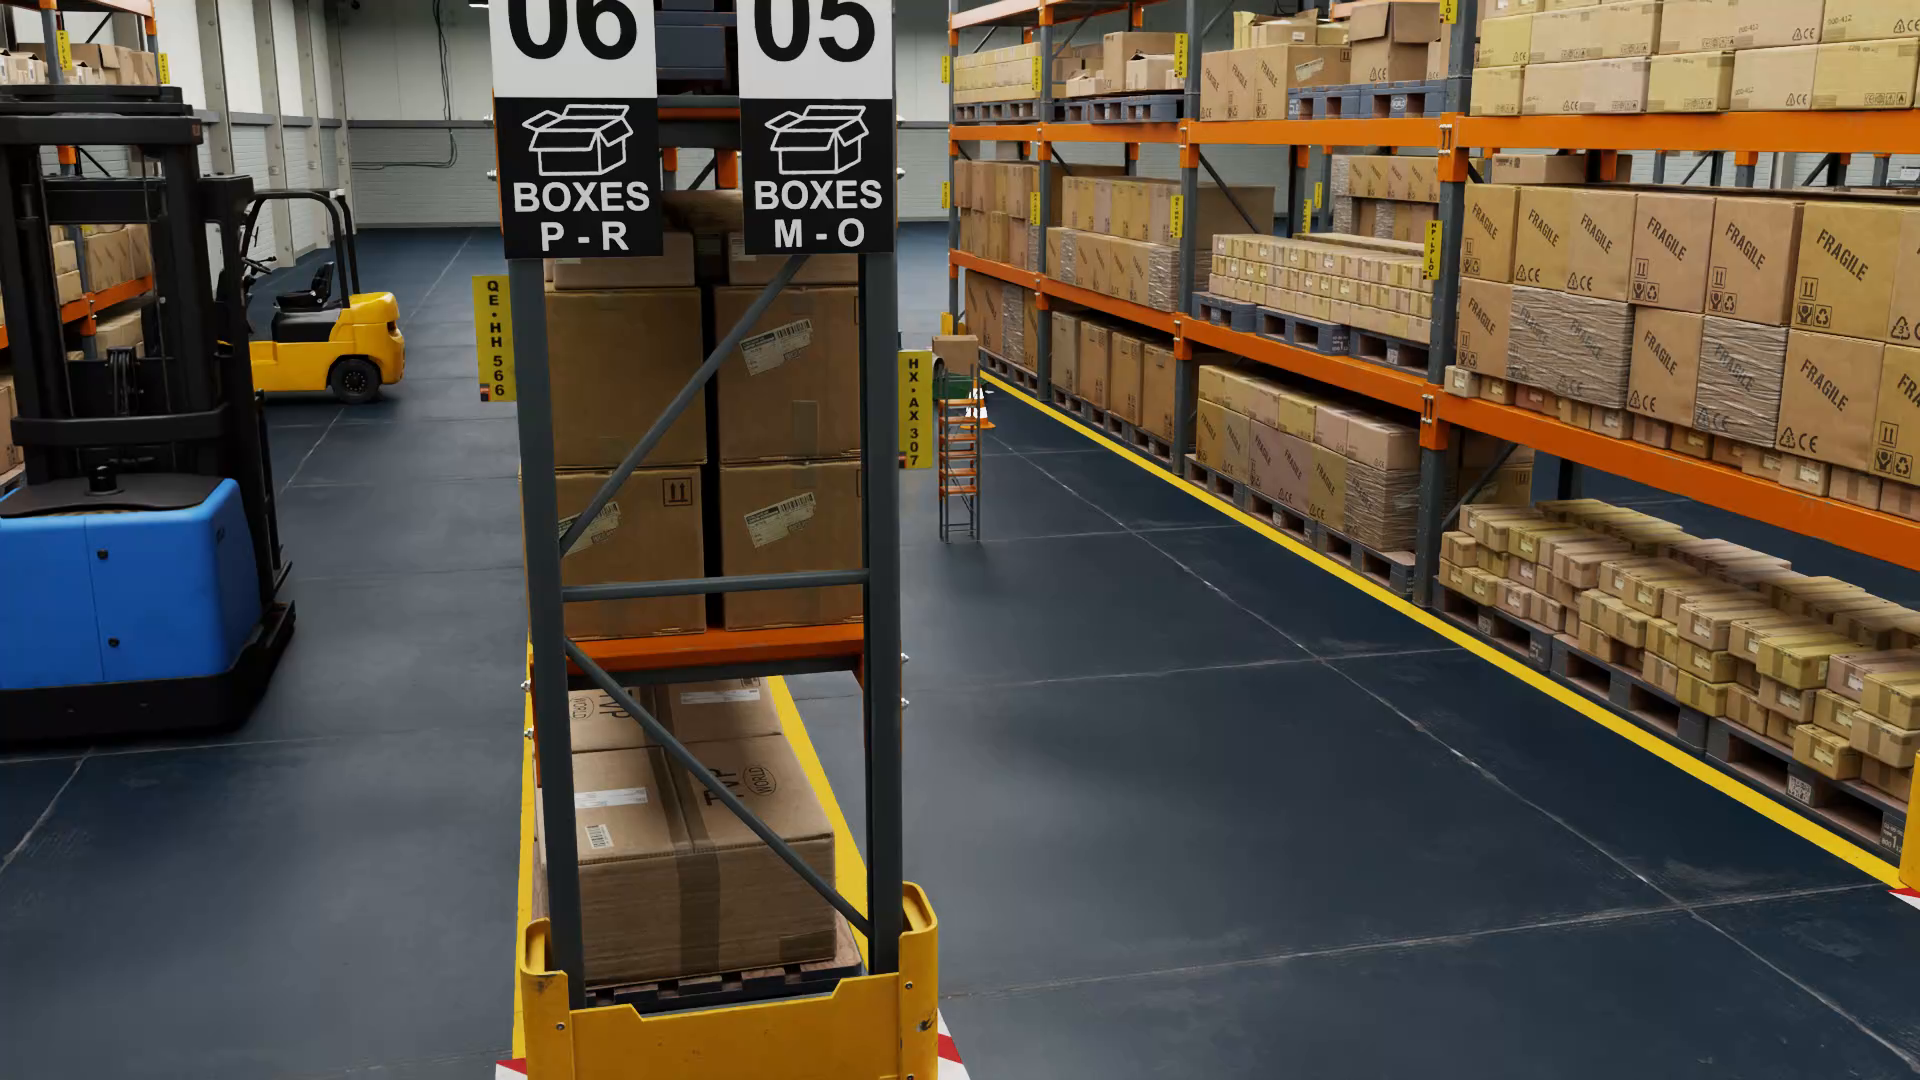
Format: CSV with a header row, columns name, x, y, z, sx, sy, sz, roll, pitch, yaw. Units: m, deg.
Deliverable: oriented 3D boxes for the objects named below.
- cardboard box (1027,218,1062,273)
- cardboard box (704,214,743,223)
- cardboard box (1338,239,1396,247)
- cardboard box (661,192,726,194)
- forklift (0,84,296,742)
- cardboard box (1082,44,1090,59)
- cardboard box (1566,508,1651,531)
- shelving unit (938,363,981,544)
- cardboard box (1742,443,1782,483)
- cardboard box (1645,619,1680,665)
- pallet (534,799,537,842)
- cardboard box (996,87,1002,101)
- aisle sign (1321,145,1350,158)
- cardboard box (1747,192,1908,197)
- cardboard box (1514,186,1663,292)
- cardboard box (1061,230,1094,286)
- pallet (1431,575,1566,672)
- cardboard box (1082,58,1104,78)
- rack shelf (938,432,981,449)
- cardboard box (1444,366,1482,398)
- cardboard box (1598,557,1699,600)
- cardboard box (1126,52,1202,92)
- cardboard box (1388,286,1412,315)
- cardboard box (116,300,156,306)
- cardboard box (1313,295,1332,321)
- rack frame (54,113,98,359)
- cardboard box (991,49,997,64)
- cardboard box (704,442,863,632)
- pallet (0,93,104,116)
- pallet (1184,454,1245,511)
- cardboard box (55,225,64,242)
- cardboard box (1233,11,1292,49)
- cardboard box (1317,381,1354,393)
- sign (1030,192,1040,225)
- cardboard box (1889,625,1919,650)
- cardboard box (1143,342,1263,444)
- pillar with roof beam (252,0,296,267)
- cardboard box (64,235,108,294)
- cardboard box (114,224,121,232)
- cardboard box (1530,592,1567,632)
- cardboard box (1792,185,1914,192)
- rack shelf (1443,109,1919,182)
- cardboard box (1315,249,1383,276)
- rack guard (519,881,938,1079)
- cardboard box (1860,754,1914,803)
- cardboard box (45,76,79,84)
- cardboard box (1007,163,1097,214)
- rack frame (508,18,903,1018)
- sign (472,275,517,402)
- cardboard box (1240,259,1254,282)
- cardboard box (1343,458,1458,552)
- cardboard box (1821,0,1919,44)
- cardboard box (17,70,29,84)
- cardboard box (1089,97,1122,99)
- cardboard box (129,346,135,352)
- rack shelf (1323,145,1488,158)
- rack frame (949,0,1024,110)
name,x,y,z,sx,sy,sz,roll,pitch,yaw
cardboard box,1.205,-3.094,17.454,0.875,0.550,0.550,-3,14,-13
cardboard box,-0.640,-0.998,5.508,0.380,0.149,0.250,-4,14,-15
cardboard box,2.988,-2.117,12.164,0.380,0.149,0.250,-3,14,-12
cardboard box,-1.267,-1.521,7.648,0.380,0.149,0.250,-3,14,-12
forklift,-4.216,-0.825,8.629,1.130,2.935,3.031,-3,14,-14
cardboard box,1.487,-5.073,17.306,0.380,0.149,0.250,-3,14,-14
cardboard box,3.617,-0.075,9.281,0.380,0.149,0.250,-3,14,-12
shelving unit,-0.003,-0.586,11.298,0.258,1.200,0.189,-3,14,-13
cardboard box,3.559,-0.342,7.036,0.380,0.149,0.250,-4,14,-16
cardboard box,3.420,0.464,7.704,0.380,0.149,0.250,-3,14,-10
pallet,-1.213,1.025,6.788,1.003,0.211,1.213,-3,14,-13
cardboard box,0.606,-4.884,18.212,0.380,0.149,0.250,-3,14,-14
aisle sign,4.903,-5.373,21.621,0.394,0.787,0.004,-3,14,-13
cardboard box,3.926,-1.320,7.565,0.500,0.500,0.500,-4,14,-15
cardboard box,3.188,-1.533,8.439,0.500,0.500,0.500,-4,14,-15
cardboard box,1.285,-2.732,16.080,0.500,0.500,0.500,-3,14,-13
pallet,3.374,0.417,9.277,1.003,0.211,1.213,-3,14,-13
cardboard box,1.461,-4.846,17.216,0.500,0.250,0.500,-3,14,-13
rack shelf,-0.003,-0.660,11.280,0.258,0.103,0.180,-3,14,-13
cardboard box,2.931,-0.885,9.260,0.380,0.149,0.250,-3,14,-11
cardboard box,3.384,0.195,8.178,0.380,0.149,0.250,-4,14,-16
cardboard box,1.706,-3.905,13.860,0.500,0.311,0.500,-3,14,-13
cardboard box,2.834,-1.459,10.096,0.380,0.149,0.250,-3,14,-13
cardboard box,-8.711,-2.430,17.856,0.500,0.250,0.500,-3,14,-12
cardboard box,2.588,-1.554,11.111,0.380,0.149,0.250,-3,14,-11
rack frame,-8.308,-2.360,14.765,1.000,3.000,0.127,-3,14,-13
cardboard box,0.551,-5.328,18.350,0.380,0.149,0.250,-3,14,-12
cardboard box,-0.500,-0.044,5.077,0.500,0.500,0.500,-3,14,-14
pallet,-8.534,-3.969,15.219,1.003,0.211,1.213,-3,14,-13
pallet,2.425,-0.479,12.942,1.003,0.211,1.213,-3,14,-13
cardboard box,-8.012,-2.657,14.405,0.380,0.149,0.250,-3,14,-11
cardboard box,2.191,-3.664,11.959,0.396,0.266,0.258,-3,14,-13
cardboard box,2.892,-0.990,11.963,0.500,0.250,0.500,-3,14,-12
sign,0.764,-3.364,16.886,0.100,0.325,0.005,-3,14,-13
cardboard box,4.213,0.462,7.085,0.380,0.149,0.250,-3,14,-13
cardboard box,2.187,-1.270,14.162,1.050,0.750,0.750,-3,14,-14
pillar with roof beam,-10.003,-10.378,34.946,9.100,9.000,0.400,-3,14,-13
cardboard box,-8.159,-2.525,15.232,0.500,0.500,0.500,-4,14,-15
cardboard box,-8.324,-3.051,16.019,0.380,0.149,0.250,-3,14,-14
cardboard box,3.235,0.363,8.741,0.380,0.149,0.250,-4,14,-14
cardboard box,7.244,-2.633,13.560,0.797,0.503,0.637,-3,14,-11
rack shelf,3.652,-1.737,7.413,1.077,0.370,4.000,-3,14,-13
cardboard box,2.593,-1.844,11.047,0.380,0.149,0.250,-4,14,-16
rack guard,-0.660,1.351,4.844,1.175,0.500,0.348,-3,14,-13
cardboard box,3.795,0.903,6.533,0.380,0.149,0.250,-3,14,-12
cardboard box,-8.119,-4.068,14.870,0.380,0.149,0.250,-3,14,-12
cardboard box,1.015,-3.874,18.370,0.875,0.550,0.550,-3,14,-13
rack frame,-0.666,0.131,4.570,1.000,3.000,0.127,-3,14,-13
sign,-1.197,-0.519,4.294,0.100,0.325,0.005,-3,14,-13
cardboard box,2.293,-1.994,12.285,0.380,0.149,0.250,-4,14,-15
cardboard box,2.764,-0.237,10.460,0.500,0.500,0.500,-4,14,-14
cardboard box,3.645,-2.005,6.257,0.500,0.250,0.500,-4,14,-15
cardboard box,-7.755,-3.711,13.408,0.380,0.149,0.250,-3,14,-13
cardboard box,1.548,-4.627,17.159,0.380,0.149,0.250,-4,14,-14
cardboard box,-8.242,-1.716,15.985,0.500,0.250,0.500,-3,14,-13
rack shelf,5.679,-4.759,19.780,1.077,0.370,4.000,-3,14,-13
rack frame,0.364,-6.774,20.191,1.000,3.000,0.127,-3,14,-13
